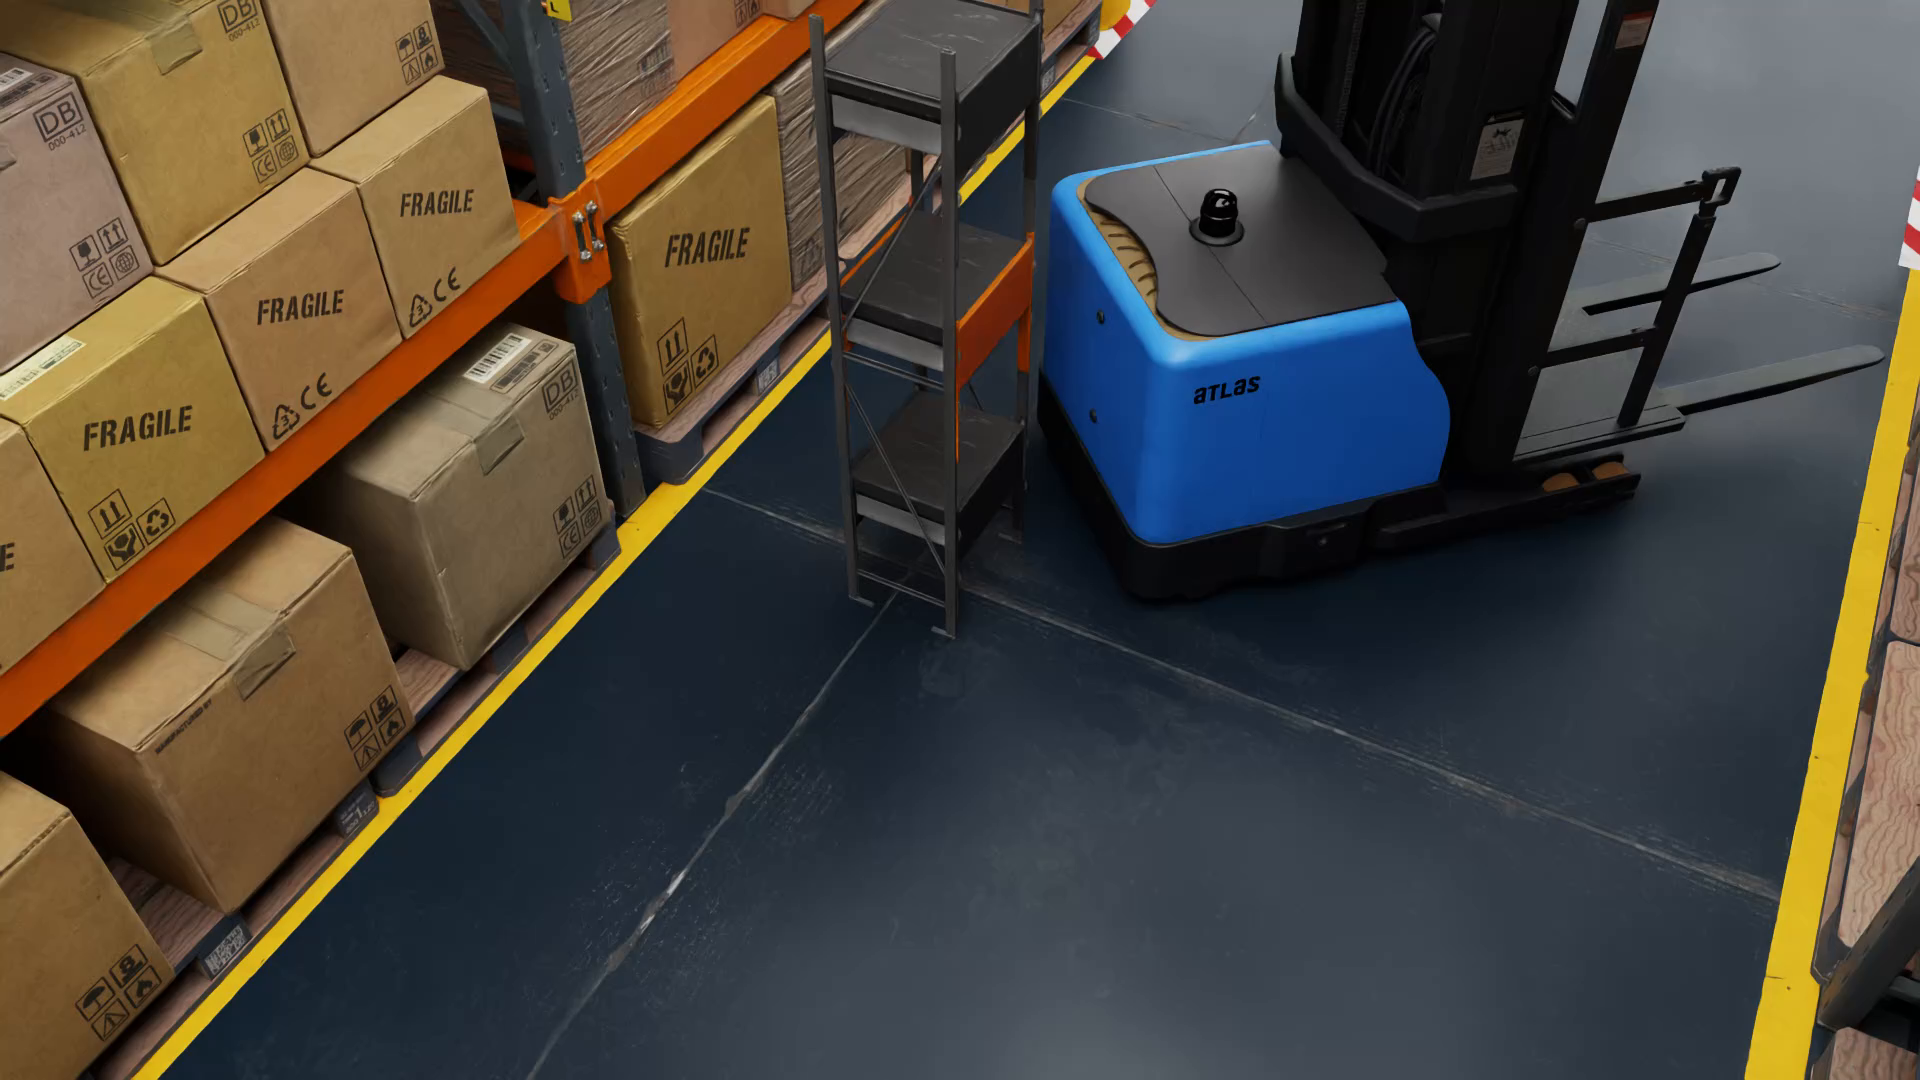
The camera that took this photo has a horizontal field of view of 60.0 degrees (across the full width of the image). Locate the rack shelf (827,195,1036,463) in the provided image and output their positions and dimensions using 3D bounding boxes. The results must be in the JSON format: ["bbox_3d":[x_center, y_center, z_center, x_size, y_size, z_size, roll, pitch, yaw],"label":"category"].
[{"bbox_3d":[-0.077,-0.624,4.910,0.431,0.518,0.480,20,49,19],"label":"rack shelf"}]

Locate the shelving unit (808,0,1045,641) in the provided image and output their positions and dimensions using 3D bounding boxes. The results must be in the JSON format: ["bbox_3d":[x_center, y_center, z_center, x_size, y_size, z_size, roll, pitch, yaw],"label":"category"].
[{"bbox_3d":[-0.077,-0.634,4.900,0.431,2.100,0.503,20,49,19],"label":"shelving unit"}]

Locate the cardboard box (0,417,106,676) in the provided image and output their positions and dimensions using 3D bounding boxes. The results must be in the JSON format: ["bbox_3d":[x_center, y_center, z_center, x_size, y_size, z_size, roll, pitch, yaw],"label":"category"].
[{"bbox_3d":[-2.288,0.012,3.559,0.500,0.500,0.500,20,49,19],"label":"cardboard box"}]

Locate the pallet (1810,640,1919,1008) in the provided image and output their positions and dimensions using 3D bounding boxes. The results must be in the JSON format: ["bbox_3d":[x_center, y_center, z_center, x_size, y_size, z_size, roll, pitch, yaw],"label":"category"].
[{"bbox_3d":[3.047,0.920,4.692,1.003,0.211,1.213,20,49,19],"label":"pallet"}]

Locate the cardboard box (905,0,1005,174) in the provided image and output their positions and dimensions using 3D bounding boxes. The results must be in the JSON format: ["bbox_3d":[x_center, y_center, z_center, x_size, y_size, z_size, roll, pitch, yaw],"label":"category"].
[{"bbox_3d":[-0.386,-2.243,7.057,0.875,0.875,0.875,20,49,18],"label":"cardboard box"}]

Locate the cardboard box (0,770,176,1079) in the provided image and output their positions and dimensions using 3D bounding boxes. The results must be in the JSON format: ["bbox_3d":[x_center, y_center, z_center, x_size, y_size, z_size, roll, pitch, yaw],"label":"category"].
[{"bbox_3d":[-2.671,0.931,4.008,1.050,0.750,0.750,21,49,20],"label":"cardboard box"}]

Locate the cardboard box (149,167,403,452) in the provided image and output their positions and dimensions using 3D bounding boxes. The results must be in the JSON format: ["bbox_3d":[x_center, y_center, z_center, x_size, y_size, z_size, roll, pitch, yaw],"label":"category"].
[{"bbox_3d":[-1.820,-0.627,4.190,0.500,0.500,0.500,20,49,19],"label":"cardboard box"}]

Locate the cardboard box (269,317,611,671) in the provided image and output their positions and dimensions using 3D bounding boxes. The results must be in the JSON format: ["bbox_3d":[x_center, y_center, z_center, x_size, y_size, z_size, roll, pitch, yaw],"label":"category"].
[{"bbox_3d":[-1.788,-0.263,5.187,1.050,0.750,0.750,20,49,19],"label":"cardboard box"}]

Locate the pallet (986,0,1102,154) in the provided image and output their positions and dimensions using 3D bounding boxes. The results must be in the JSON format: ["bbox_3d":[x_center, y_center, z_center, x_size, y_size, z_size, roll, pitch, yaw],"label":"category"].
[{"bbox_3d":[-0.025,-2.337,7.911,1.003,0.211,1.213,20,49,19],"label":"pallet"}]

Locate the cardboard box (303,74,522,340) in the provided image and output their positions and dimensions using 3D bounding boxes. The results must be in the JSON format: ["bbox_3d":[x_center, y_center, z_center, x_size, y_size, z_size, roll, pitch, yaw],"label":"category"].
[{"bbox_3d":[-1.585,-0.945,4.505,0.500,0.500,0.500,20,49,19],"label":"cardboard box"}]

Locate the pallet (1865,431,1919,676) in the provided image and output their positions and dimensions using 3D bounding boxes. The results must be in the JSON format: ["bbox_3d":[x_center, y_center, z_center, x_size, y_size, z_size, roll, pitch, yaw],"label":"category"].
[{"bbox_3d":[3.612,0.149,5.455,1.003,0.211,1.213,20,49,19],"label":"pallet"}]

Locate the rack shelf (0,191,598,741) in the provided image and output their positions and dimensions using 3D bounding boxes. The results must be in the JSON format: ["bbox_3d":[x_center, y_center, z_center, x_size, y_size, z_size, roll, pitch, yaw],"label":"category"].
[{"bbox_3d":[-2.508,0.186,3.963,1.077,0.370,4.000,20,49,19],"label":"rack shelf"}]

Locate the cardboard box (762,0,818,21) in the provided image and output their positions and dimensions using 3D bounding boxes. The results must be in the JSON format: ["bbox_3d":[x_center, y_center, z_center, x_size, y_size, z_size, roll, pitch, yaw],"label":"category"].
[{"bbox_3d":[-0.829,-2.271,5.780,0.875,0.550,0.550,20,49,19],"label":"cardboard box"}]

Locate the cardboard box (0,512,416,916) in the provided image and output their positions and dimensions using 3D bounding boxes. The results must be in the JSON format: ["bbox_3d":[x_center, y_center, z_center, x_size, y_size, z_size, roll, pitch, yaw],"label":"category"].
[{"bbox_3d":[-2.239,0.344,4.588,1.050,0.750,0.750,20,49,19],"label":"cardboard box"}]

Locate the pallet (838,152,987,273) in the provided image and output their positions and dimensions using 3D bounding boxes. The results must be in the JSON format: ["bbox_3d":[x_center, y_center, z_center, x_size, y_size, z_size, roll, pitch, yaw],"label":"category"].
[{"bbox_3d":[-0.592,-1.571,7.154,1.003,0.211,1.213,20,49,19],"label":"pallet"}]

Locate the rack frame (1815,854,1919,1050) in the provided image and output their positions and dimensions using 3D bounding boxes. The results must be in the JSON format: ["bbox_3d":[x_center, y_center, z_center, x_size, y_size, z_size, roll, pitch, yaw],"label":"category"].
[{"bbox_3d":[2.767,0.375,3.271,1.000,3.000,0.127,20,49,19],"label":"rack frame"}]

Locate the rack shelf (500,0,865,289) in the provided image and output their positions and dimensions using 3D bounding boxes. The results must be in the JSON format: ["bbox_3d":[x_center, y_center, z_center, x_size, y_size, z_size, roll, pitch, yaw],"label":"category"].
[{"bbox_3d":[-0.651,-2.334,6.453,1.077,0.370,4.000,20,49,19],"label":"rack shelf"}]

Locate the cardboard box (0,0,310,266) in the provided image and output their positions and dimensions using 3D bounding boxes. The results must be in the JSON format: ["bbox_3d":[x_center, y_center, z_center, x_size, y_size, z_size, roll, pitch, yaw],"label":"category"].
[{"bbox_3d":[-2.042,-1.074,3.929,0.700,0.500,0.500,20,49,18],"label":"cardboard box"}]

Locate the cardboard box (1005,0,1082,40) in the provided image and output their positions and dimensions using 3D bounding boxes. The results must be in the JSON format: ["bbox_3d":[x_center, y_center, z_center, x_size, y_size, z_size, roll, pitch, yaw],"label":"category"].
[{"bbox_3d":[0.021,-2.798,7.605,0.875,0.875,0.875,21,49,19],"label":"cardboard box"}]

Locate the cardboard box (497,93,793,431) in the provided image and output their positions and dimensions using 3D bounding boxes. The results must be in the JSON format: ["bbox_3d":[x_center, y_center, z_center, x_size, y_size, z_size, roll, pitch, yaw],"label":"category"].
[{"bbox_3d":[-1.226,-1.101,5.927,0.875,0.875,0.875,21,49,20],"label":"cardboard box"}]

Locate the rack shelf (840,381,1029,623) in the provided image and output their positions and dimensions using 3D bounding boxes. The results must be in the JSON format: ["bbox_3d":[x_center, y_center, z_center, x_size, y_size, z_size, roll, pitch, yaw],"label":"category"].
[{"bbox_3d":[-0.077,-0.132,5.408,0.431,0.518,0.480,20,49,19],"label":"rack shelf"}]

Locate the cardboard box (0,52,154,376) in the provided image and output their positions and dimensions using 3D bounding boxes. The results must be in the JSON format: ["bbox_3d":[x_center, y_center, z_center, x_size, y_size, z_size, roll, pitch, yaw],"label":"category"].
[{"bbox_3d":[-2.277,-0.756,3.615,0.700,0.500,0.500,21,49,19],"label":"cardboard box"}]

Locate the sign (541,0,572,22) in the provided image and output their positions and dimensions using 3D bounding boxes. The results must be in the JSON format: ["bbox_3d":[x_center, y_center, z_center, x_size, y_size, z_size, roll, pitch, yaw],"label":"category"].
[{"bbox_3d":[-1.094,-1.533,4.398,0.100,0.325,0.005,20,49,19],"label":"sign"}]

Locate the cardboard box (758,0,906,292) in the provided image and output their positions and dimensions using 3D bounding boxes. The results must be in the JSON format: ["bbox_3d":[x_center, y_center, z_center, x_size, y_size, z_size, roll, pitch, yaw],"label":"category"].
[{"bbox_3d":[-0.811,-1.670,6.490,0.875,0.875,0.875,21,49,19],"label":"cardboard box"}]

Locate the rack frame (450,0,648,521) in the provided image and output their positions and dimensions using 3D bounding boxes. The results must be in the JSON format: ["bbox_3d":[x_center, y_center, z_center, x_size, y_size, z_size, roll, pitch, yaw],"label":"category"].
[{"bbox_3d":[-1.580,-1.327,4.952,1.000,3.000,0.127,20,49,19],"label":"rack frame"}]

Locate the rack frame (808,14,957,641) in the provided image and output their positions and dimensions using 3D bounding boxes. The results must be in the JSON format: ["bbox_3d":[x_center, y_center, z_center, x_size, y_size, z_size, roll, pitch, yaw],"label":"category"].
[{"bbox_3d":[-0.190,-0.480,4.748,0.400,2.100,0.015,20,49,19],"label":"rack frame"}]

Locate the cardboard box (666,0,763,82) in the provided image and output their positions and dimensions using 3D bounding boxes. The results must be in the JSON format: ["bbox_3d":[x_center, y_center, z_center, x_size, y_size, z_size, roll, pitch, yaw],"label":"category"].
[{"bbox_3d":[-1.184,-1.970,5.482,0.875,0.550,0.550,20,49,19],"label":"cardboard box"}]

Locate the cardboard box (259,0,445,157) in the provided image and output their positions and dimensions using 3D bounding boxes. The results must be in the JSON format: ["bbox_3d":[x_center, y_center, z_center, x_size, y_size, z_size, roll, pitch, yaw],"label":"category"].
[{"bbox_3d":[-1.805,-1.399,4.250,0.700,0.500,0.500,20,49,18],"label":"cardboard box"}]

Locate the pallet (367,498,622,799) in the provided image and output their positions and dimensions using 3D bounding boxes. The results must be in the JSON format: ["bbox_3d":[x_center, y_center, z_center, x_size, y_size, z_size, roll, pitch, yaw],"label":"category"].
[{"bbox_3d":[-1.871,0.164,5.439,1.003,0.211,1.213,20,49,19],"label":"pallet"}]

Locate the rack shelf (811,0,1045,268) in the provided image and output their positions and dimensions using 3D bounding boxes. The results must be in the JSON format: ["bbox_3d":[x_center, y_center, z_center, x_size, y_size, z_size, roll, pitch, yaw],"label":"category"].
[{"bbox_3d":[-0.077,-1.116,4.412,0.431,0.518,0.480,20,49,19],"label":"rack shelf"}]

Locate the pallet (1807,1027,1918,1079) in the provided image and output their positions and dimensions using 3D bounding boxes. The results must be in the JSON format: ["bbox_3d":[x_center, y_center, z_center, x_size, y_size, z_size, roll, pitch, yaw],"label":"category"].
[{"bbox_3d":[2.407,1.846,3.777,1.003,0.211,1.213,20,49,19],"label":"pallet"}]

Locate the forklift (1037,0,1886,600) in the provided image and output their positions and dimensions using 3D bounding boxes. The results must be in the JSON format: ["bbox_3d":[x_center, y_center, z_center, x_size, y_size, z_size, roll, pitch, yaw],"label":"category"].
[{"bbox_3d":[1.857,-1.448,5.121,3.031,2.935,1.130,-13,47,-12],"label":"forklift"}]

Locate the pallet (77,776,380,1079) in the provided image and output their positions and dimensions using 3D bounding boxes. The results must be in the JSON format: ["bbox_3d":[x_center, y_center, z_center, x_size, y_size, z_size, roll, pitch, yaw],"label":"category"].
[{"bbox_3d":[-2.436,0.936,4.677,1.003,0.211,1.213,20,49,19],"label":"pallet"}]

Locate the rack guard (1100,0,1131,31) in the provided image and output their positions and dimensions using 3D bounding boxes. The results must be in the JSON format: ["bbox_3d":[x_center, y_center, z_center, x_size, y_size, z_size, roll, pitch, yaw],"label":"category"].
[{"bbox_3d":[0.288,-2.983,8.347,1.175,0.500,0.348,20,49,19],"label":"rack guard"}]

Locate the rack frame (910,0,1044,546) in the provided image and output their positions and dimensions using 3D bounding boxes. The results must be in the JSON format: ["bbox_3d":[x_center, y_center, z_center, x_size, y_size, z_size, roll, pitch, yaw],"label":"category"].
[{"bbox_3d":[0.036,-0.788,5.052,0.400,2.100,0.015,20,49,19],"label":"rack frame"}]

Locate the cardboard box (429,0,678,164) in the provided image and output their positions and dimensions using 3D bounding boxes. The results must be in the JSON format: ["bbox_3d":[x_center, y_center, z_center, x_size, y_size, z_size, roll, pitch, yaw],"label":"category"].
[{"bbox_3d":[-1.419,-1.616,5.133,0.875,0.550,0.550,20,49,19],"label":"cardboard box"}]

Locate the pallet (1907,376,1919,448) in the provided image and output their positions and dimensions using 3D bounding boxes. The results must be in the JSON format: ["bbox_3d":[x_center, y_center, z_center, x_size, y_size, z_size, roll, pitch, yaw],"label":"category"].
[{"bbox_3d":[4.180,-0.617,6.212,1.003,0.211,1.213,20,49,19],"label":"pallet"}]

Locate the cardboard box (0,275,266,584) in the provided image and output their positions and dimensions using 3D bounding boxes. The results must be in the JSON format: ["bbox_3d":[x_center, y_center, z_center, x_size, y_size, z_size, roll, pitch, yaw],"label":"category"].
[{"bbox_3d":[-2.054,-0.308,3.875,0.500,0.500,0.500,21,49,19],"label":"cardboard box"}]

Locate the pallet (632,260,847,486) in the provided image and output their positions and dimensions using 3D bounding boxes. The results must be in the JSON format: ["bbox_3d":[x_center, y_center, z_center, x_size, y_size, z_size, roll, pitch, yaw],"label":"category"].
[{"bbox_3d":[-1.157,-0.800,6.392,1.003,0.211,1.213,20,49,19],"label":"pallet"}]
